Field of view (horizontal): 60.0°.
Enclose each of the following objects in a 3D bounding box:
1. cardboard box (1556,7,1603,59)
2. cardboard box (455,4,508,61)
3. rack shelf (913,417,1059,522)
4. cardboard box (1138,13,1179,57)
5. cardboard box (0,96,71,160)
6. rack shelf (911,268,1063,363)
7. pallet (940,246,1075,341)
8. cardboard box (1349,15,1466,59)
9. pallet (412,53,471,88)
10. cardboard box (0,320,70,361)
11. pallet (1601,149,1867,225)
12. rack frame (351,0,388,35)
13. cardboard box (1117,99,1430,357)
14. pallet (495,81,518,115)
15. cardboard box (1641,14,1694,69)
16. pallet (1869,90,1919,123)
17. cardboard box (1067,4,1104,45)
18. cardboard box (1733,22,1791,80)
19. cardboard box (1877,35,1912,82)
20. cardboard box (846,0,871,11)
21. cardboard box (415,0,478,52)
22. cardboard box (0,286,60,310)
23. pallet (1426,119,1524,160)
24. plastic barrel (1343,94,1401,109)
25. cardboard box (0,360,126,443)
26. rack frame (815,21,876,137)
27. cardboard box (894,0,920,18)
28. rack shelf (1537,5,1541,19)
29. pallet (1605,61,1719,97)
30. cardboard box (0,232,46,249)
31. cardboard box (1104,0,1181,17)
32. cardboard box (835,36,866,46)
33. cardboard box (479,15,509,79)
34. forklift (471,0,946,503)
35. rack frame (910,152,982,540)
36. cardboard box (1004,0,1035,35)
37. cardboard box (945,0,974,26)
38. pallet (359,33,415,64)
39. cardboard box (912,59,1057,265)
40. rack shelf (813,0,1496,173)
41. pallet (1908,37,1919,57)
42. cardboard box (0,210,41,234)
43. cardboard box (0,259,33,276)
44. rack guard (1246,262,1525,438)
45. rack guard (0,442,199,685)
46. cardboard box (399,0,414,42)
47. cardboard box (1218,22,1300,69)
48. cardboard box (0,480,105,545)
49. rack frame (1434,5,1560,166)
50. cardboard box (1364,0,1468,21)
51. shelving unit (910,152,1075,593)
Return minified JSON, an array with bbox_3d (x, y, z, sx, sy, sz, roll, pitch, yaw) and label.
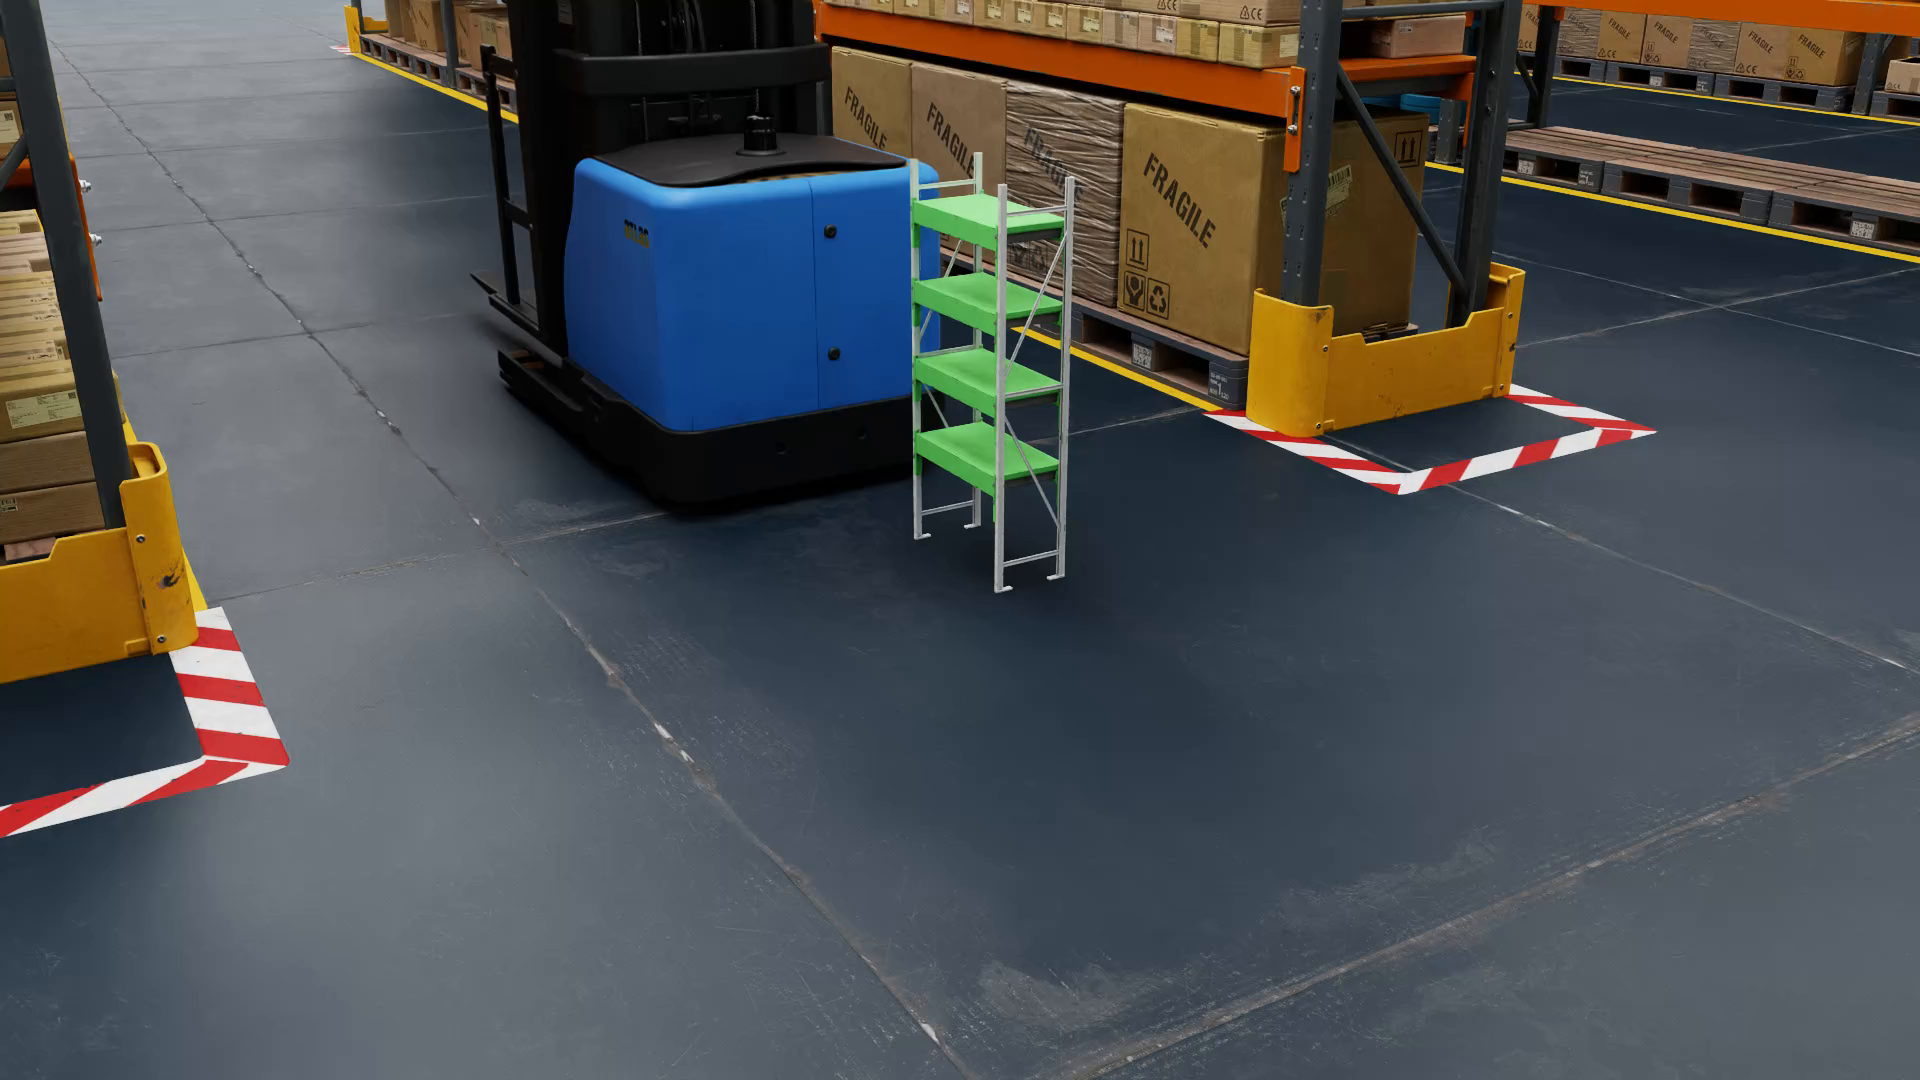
[{"bbox_3d":[6.359,-5.108,16.631,0.500,0.500,0.500,-14,26,-30],"label":"cardboard box"},{"bbox_3d":[-4.632,-4.997,16.385,0.500,0.500,0.500,-13,26,-30],"label":"cardboard box"},{"bbox_3d":[0.085,-0.221,5.068,0.258,0.148,0.480,-13,25,-28],"label":"rack shelf"},{"bbox_3d":[0.941,-2.040,6.681,0.380,0.149,0.250,-13,25,-28],"label":"cardboard box"},{"bbox_3d":[-2.531,-1.069,4.292,0.380,0.149,0.250,-13,25,-29],"label":"cardboard box"},{"bbox_3d":[0.085,-0.665,4.887,0.258,0.148,0.480,-13,25,-28],"label":"rack shelf"},{"bbox_3d":[0.573,-1.286,8.194,1.003,0.211,1.213,-13,25,-28],"label":"pallet"},{"bbox_3d":[1.771,-2.001,6.585,0.380,0.149,0.250,-12,25,-28],"label":"cardboard box"},{"bbox_3d":[-4.835,-4.742,16.699,1.003,0.211,1.213,-13,25,-28],"label":"pallet"},{"bbox_3d":[-2.886,-0.574,5.180,0.380,0.149,0.250,-13,25,-28],"label":"cardboard box"},{"bbox_3d":[4.919,-2.269,10.613,1.003,0.211,1.213,-13,25,-28],"label":"pallet"},{"bbox_3d":[-6.505,-7.118,18.841,1.000,3.000,0.127,-13,25,-28],"label":"rack frame"},{"bbox_3d":[1.272,-1.341,6.891,0.875,0.875,0.875,-13,25,-28],"label":"cardboard box"},{"bbox_3d":[-3.435,-3.885,14.589,1.003,0.211,1.213,-13,25,-28],"label":"pallet"},{"bbox_3d":[6.882,-4.777,15.816,0.500,0.500,0.500,-14,26,-30],"label":"cardboard box"},{"bbox_3d":[8.493,-3.624,13.947,1.003,0.211,1.213,-13,25,-28],"label":"pallet"},{"bbox_3d":[0.680,-2.205,7.086,0.380,0.149,0.250,-13,26,-29],"label":"cardboard box"},{"bbox_3d":[7.399,-4.450,15.012,0.500,0.500,0.500,-13,25,-28],"label":"cardboard box"},{"bbox_3d":[8.106,-4.387,14.857,0.500,0.500,0.500,-14,26,-31],"label":"cardboard box"},{"bbox_3d":[-0.376,-2.873,8.729,0.380,0.149,0.250,-14,26,-30],"label":"cardboard box"},{"bbox_3d":[-5.315,-5.367,17.294,0.500,0.500,0.500,-15,27,-33],"label":"cardboard box"},{"bbox_3d":[-3.217,-0.730,5.563,0.380,0.149,0.250,-12,25,-26],"label":"cardboard box"},{"bbox_3d":[3.525,-3.153,12.787,1.003,0.211,1.213,-13,25,-28],"label":"pallet"},{"bbox_3d":[3.258,-3.818,12.949,0.600,0.901,0.708,-13,25,-28],"label":"plastic barrel"},{"bbox_3d":[-2.623,-0.402,4.756,0.380,0.149,0.250,-14,26,-31],"label":"cardboard box"},{"bbox_3d":[-0.375,-3.234,9.284,1.000,3.000,0.127,-13,25,-28],"label":"rack frame"},{"bbox_3d":[-0.105,-2.703,8.311,0.380,0.149,0.250,-13,26,-30],"label":"cardboard box"},{"bbox_3d":[2.861,-4.501,13.356,1.077,0.370,4.000,-13,25,-28],"label":"rack shelf"},{"bbox_3d":[7.068,-4.498,16.097,1.003,0.211,1.213,-13,25,-28],"label":"pallet"},{"bbox_3d":[-3.704,-1.074,6.408,0.380,0.149,0.250,-14,26,-31],"label":"cardboard box"},{"bbox_3d":[0.934,-2.278,6.735,0.500,0.250,0.500,-13,26,-29],"label":"cardboard box"},{"bbox_3d":[-0.719,-2.648,10.105,1.225,0.875,0.875,-13,25,-28],"label":"cardboard box"},{"bbox_3d":[-3.939,-4.509,15.155,0.700,0.500,0.500,-13,25,-29],"label":"cardboard box"},{"bbox_3d":[-1.237,-1.987,6.308,1.130,2.935,3.031,-13,25,-28],"label":"forklift"},{"bbox_3d":[-0.040,-0.581,5.148,0.240,1.200,0.015,-13,25,-28],"label":"rack frame"},{"bbox_3d":[0.423,-2.370,7.491,0.380,0.149,0.250,-12,25,-27],"label":"cardboard box"},{"bbox_3d":[0.153,-2.538,7.906,0.380,0.149,0.250,-12,25,-28],"label":"cardboard box"},{"bbox_3d":[-6.081,-5.532,18.642,1.003,0.211,1.213,-13,25,-28],"label":"pallet"},{"bbox_3d":[0.353,-1.924,8.325,0.875,0.875,0.875,-13,25,-28],"label":"cardboard box"},{"bbox_3d":[0.647,-2.253,7.827,1.077,0.370,4.000,-13,25,-28],"label":"rack shelf"},{"bbox_3d":[11.314,-5.431,18.393,1.003,0.211,1.213,-13,25,-28],"label":"pallet"},{"bbox_3d":[-3.987,-1.243,6.823,0.380,0.149,0.250,-13,25,-29],"label":"cardboard box"},{"bbox_3d":[-3.523,-0.887,5.949,0.380,0.149,0.250,-13,25,-28],"label":"cardboard box"},{"bbox_3d":[1.680,-0.773,6.550,1.175,0.500,0.348,-13,25,-28],"label":"rack guard"},{"bbox_3d":[-2.686,0.116,4.363,1.175,0.500,0.348,-13,25,-28],"label":"rack guard"},{"bbox_3d":[-5.865,-5.763,18.268,0.500,0.500,0.500,-6,23,-14],"label":"cardboard box"},{"bbox_3d":[1.203,-1.875,6.274,0.380,0.149,0.250,-12,25,-27],"label":"cardboard box"},{"bbox_3d":[-2.640,-0.123,4.858,0.380,0.149,0.250,-12,25,-27],"label":"cardboard box"},{"bbox_3d":[3.883,-4.187,11.628,1.000,3.000,0.127,-13,25,-28],"label":"rack frame"},{"bbox_3d":[1.655,-2.215,6.581,0.500,0.250,0.500,-13,26,-30],"label":"cardboard box"},{"bbox_3d":[0.085,-0.502,4.954,0.258,1.200,0.503,-13,25,-28],"label":"shelving unit"}]
